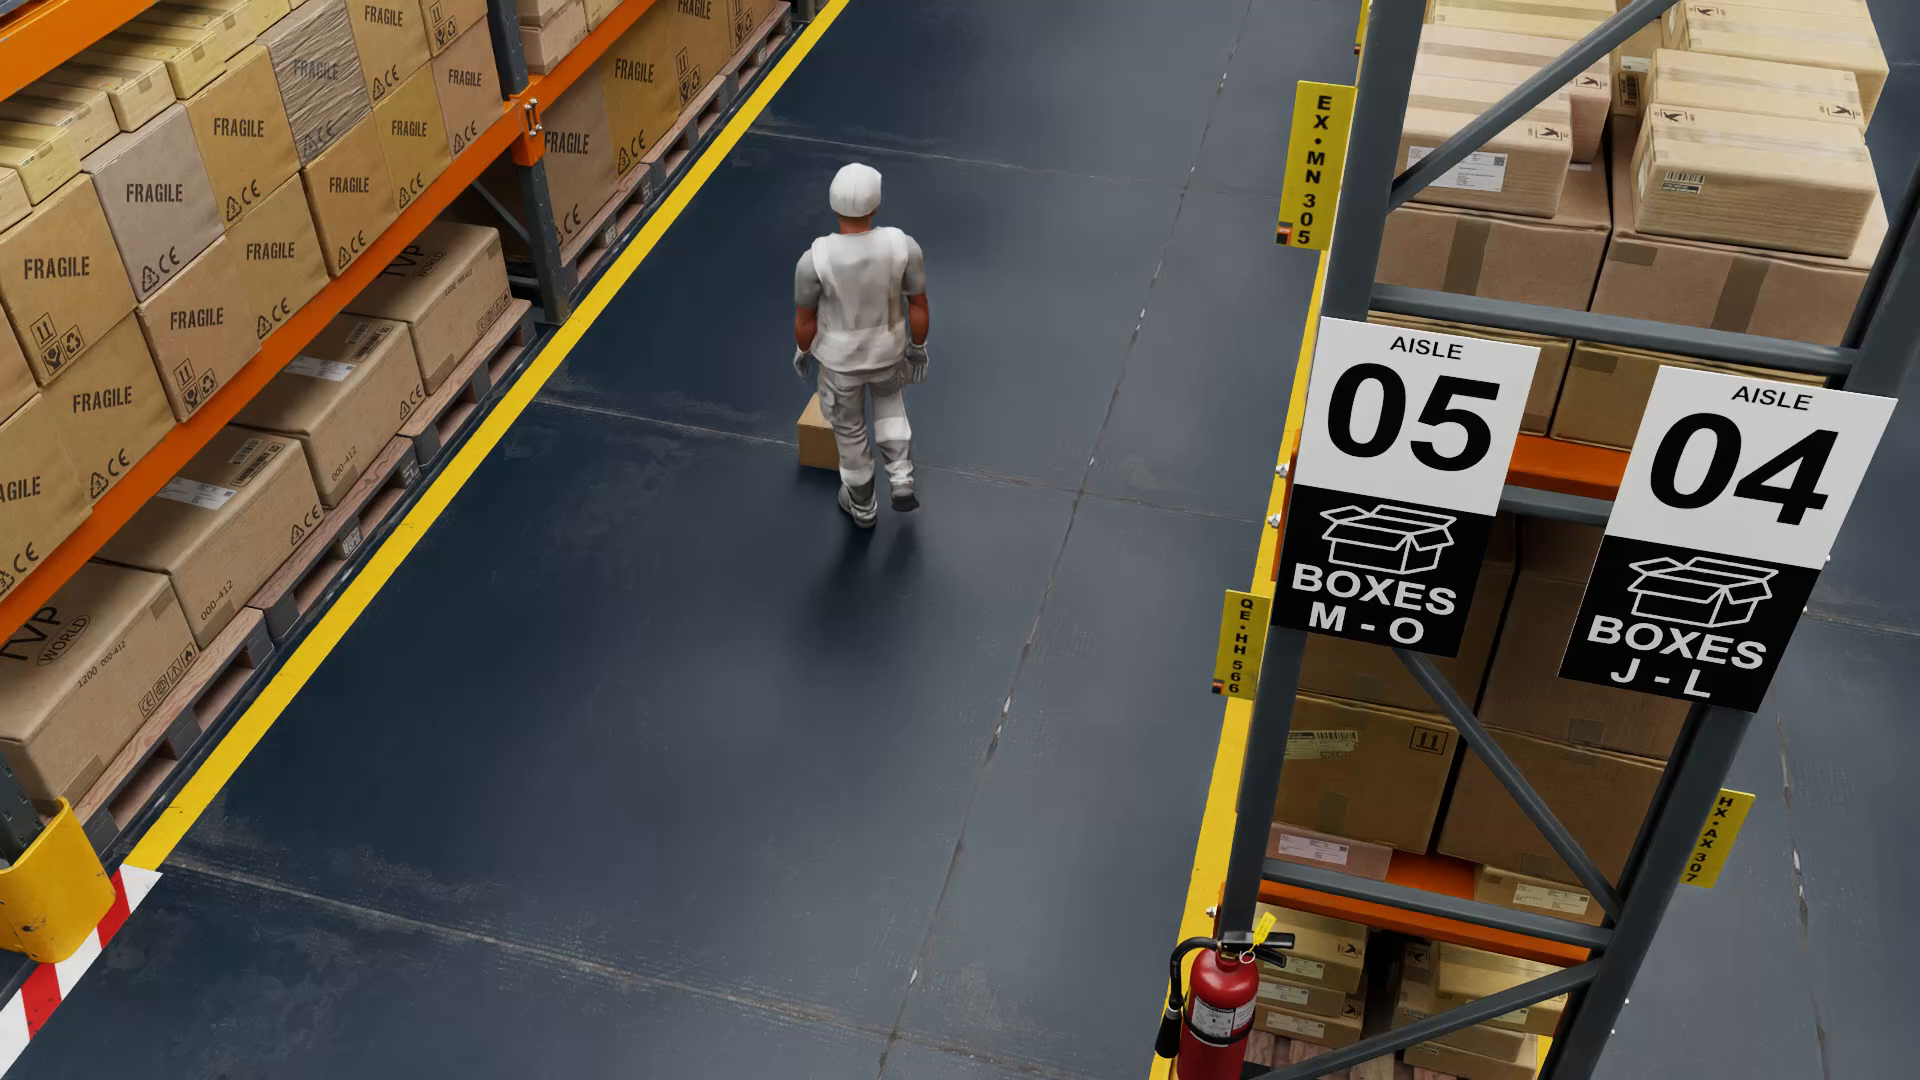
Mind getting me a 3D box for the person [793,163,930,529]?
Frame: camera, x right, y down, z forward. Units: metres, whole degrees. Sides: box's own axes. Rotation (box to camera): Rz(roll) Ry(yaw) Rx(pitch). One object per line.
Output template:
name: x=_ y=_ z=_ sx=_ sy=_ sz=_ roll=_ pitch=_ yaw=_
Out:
person: x=-0.423 y=-0.808 z=7.046 sx=0.550 sy=1.785 sz=0.472 roll=-13 pitch=42 yaw=-15
